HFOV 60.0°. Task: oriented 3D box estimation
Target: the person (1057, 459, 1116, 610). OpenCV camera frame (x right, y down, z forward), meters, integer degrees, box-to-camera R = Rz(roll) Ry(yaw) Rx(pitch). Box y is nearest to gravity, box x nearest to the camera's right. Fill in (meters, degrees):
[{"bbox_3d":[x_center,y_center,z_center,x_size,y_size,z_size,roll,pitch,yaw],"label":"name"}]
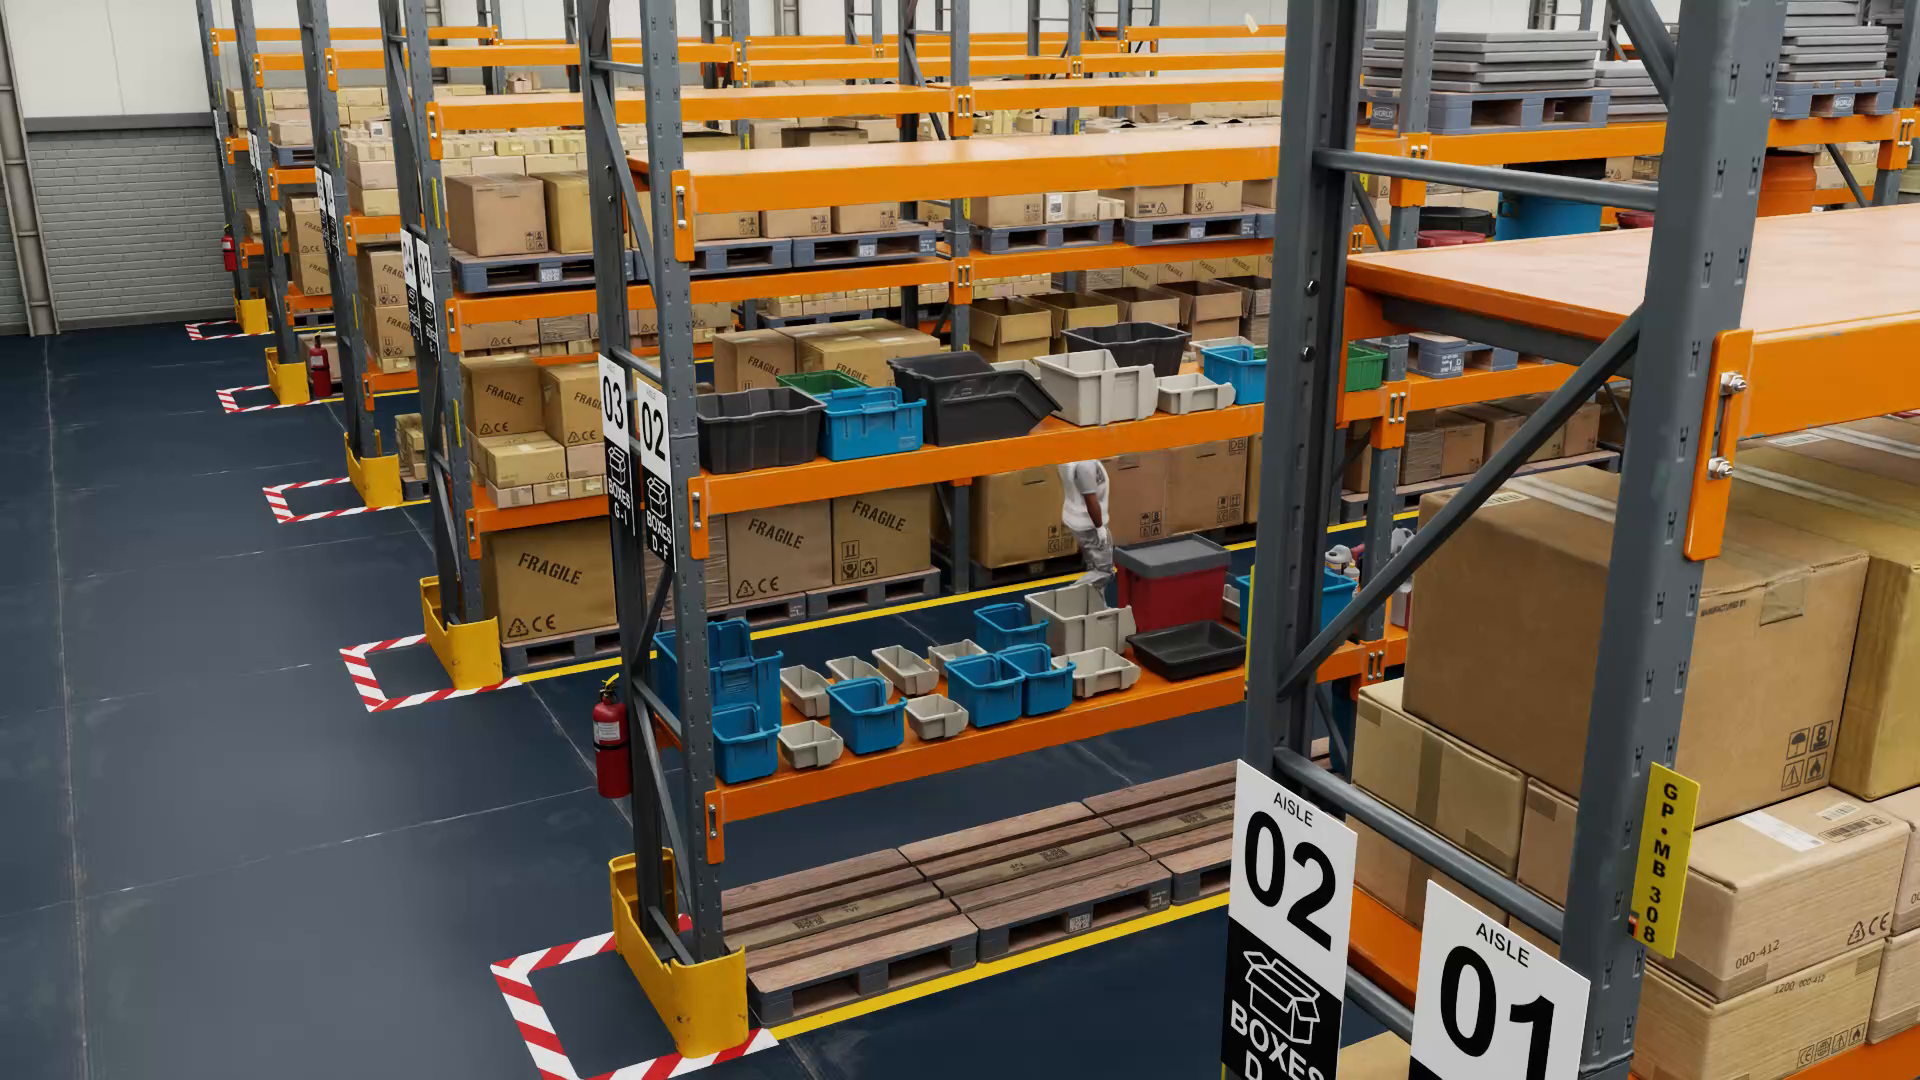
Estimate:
[{"bbox_3d":[1.015,-0.142,12.931,0.740,1.771,0.591,-5,19,-15],"label":"person"}]
